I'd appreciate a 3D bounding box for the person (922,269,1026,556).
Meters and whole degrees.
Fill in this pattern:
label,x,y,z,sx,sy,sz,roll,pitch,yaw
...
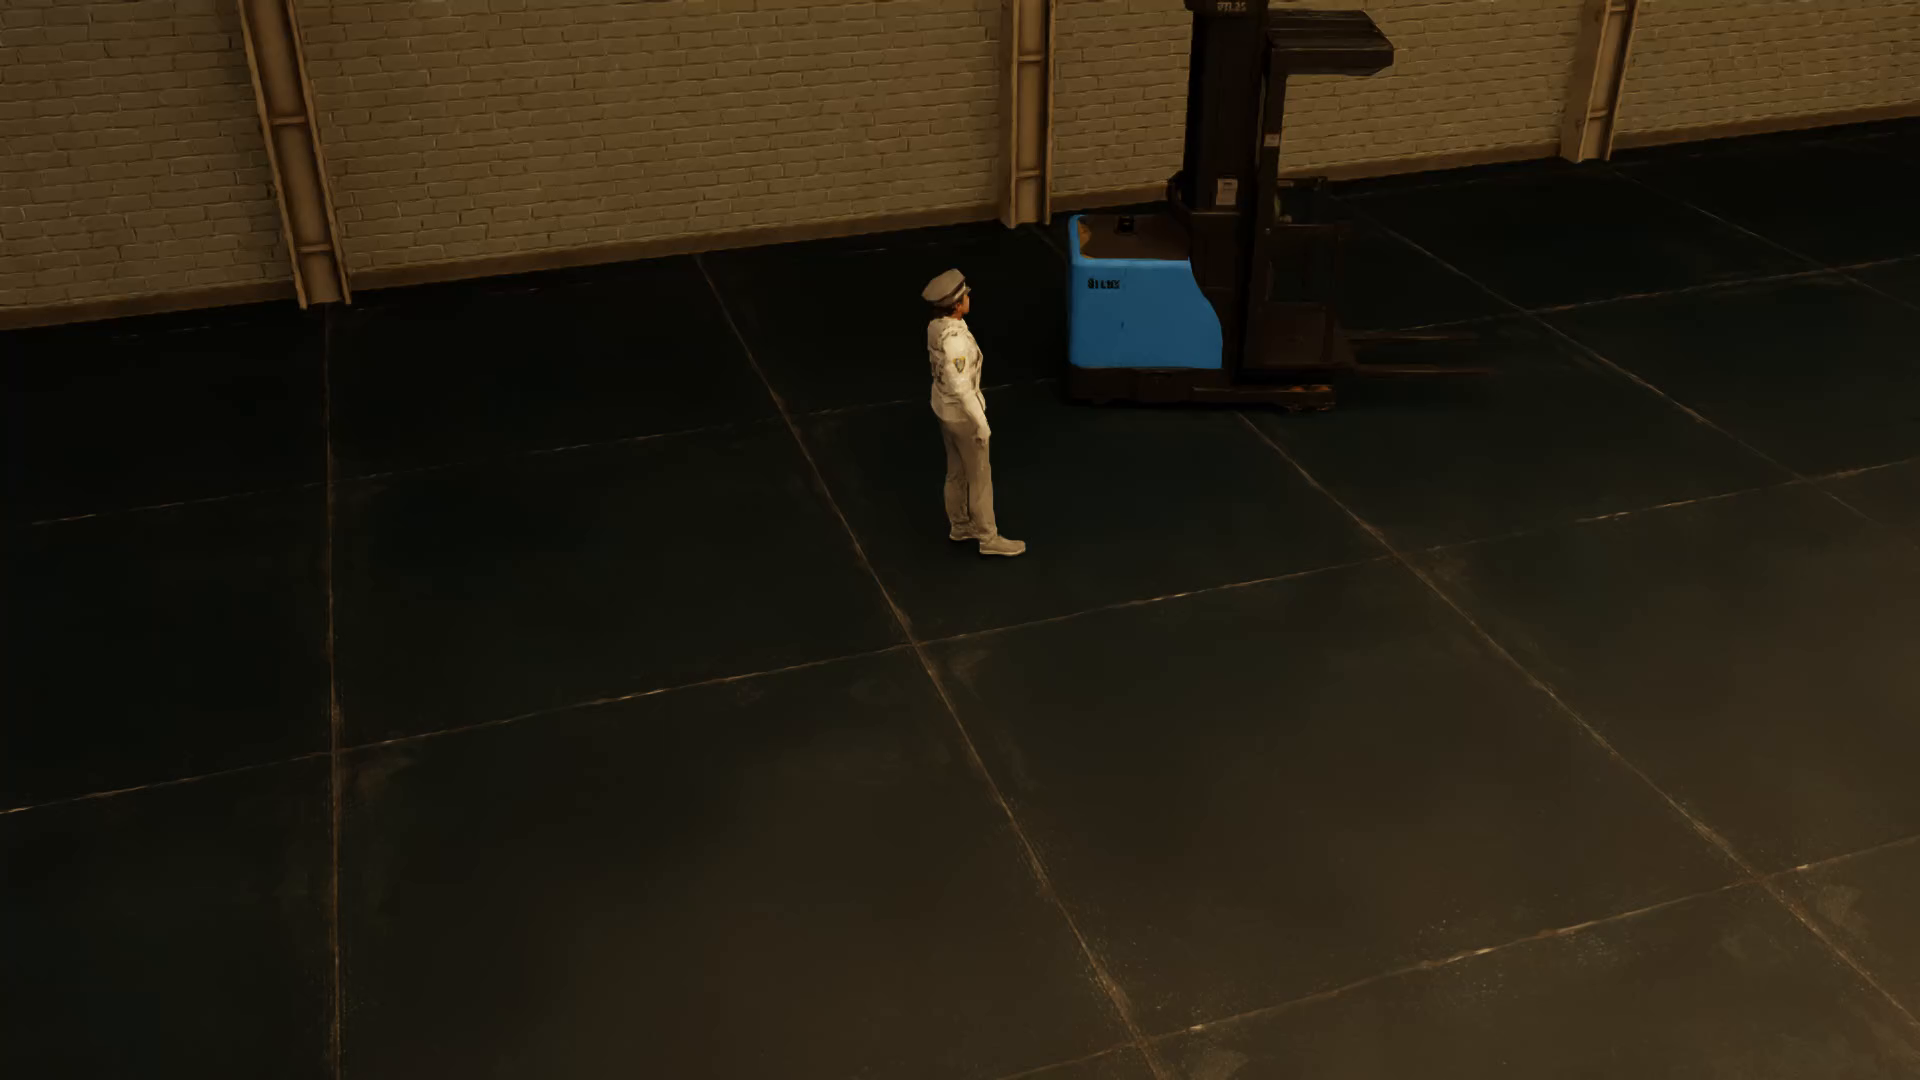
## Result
label,x,y,z,sx,sy,sz,roll,pitch,yaw
person,0.067,-0.748,9.613,0.533,1.695,0.586,-10,31,-16

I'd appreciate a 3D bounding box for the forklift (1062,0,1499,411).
label,x,y,z,sx,sy,sz,roll,pitch,yaw
forklift,2.264,-2.437,11.323,3.031,2.935,1.130,1,30,1
